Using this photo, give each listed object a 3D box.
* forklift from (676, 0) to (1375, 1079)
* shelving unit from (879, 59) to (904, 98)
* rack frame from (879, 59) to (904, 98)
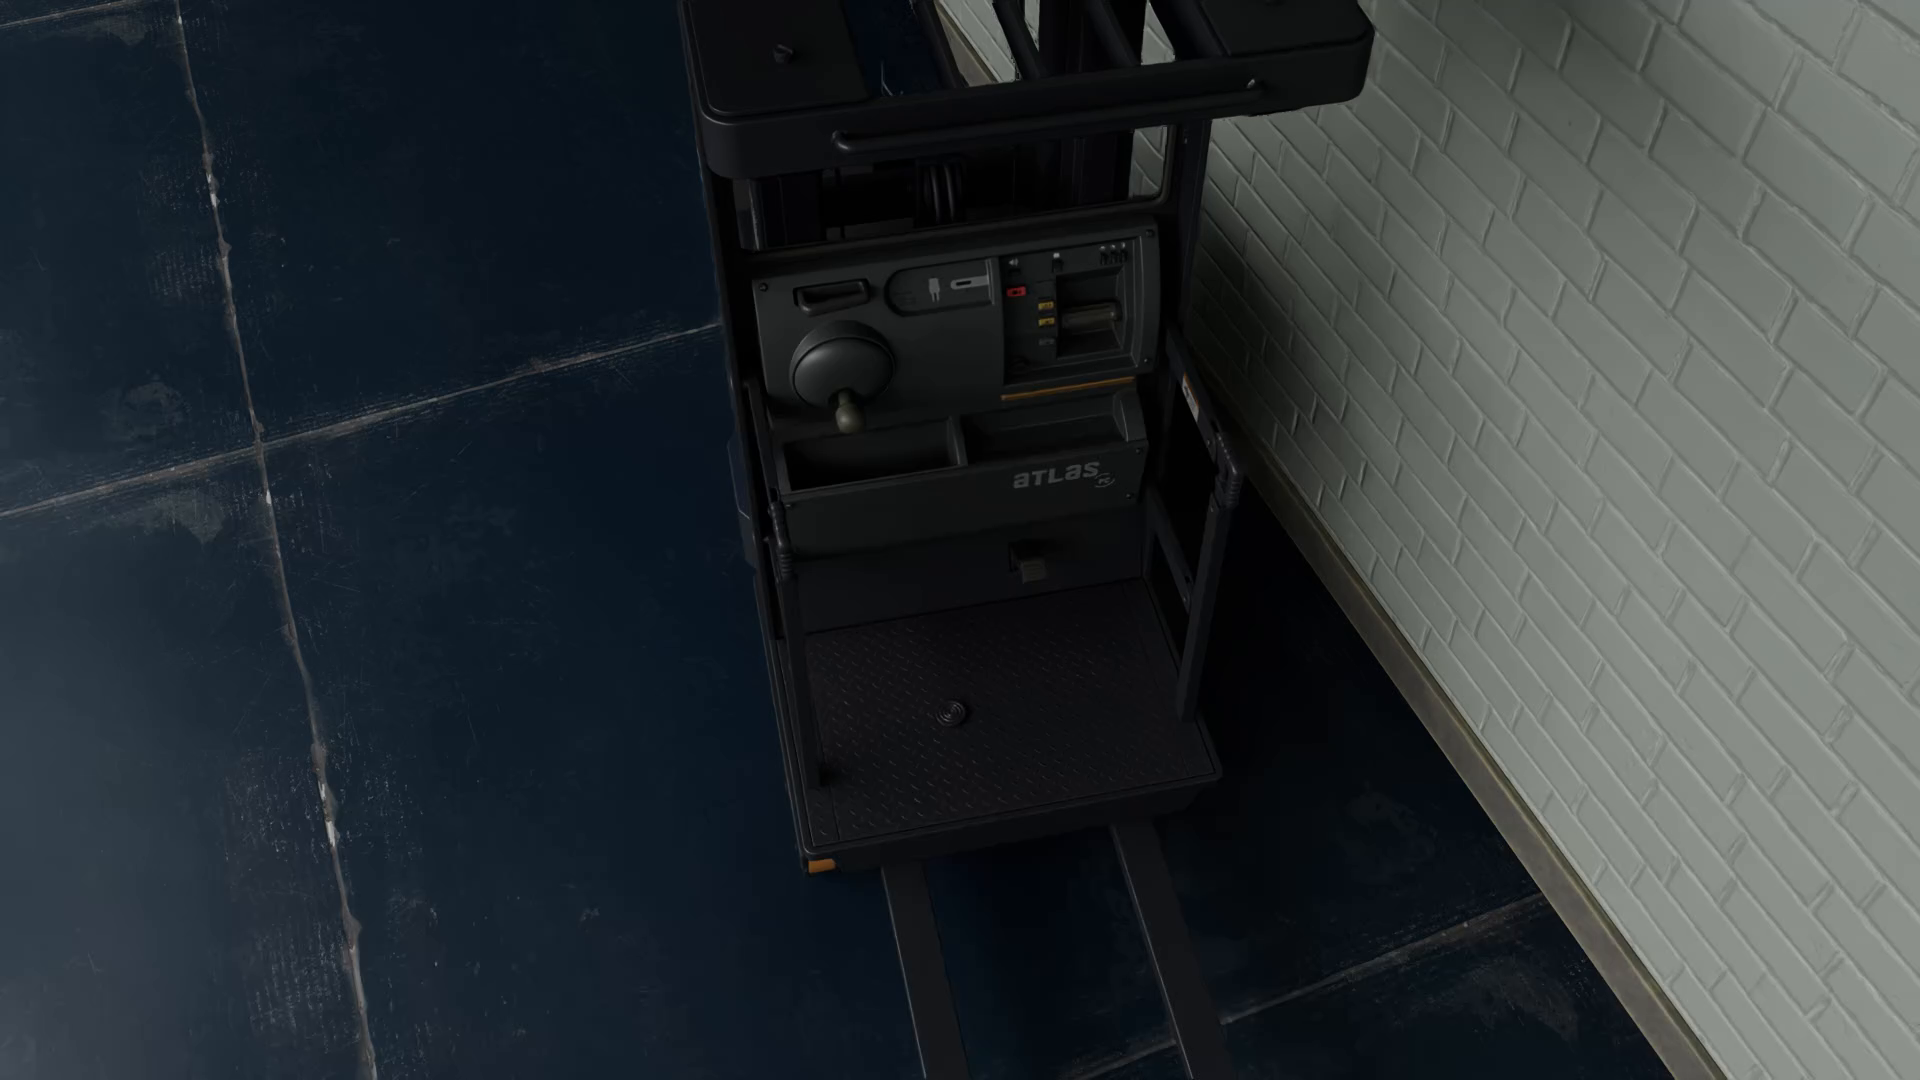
[{"bbox_3d":[0.050,-0.382,3.646,1.130,2.935,3.031,-9,50,-8],"label":"forklift"},{"bbox_3d":[-0.310,-1.022,5.427,0.252,1.050,0.215,-17,48,-14],"label":"shelving unit"},{"bbox_3d":[-0.197,-1.056,5.456,0.008,1.050,0.200,-17,48,-14],"label":"rack frame"}]
